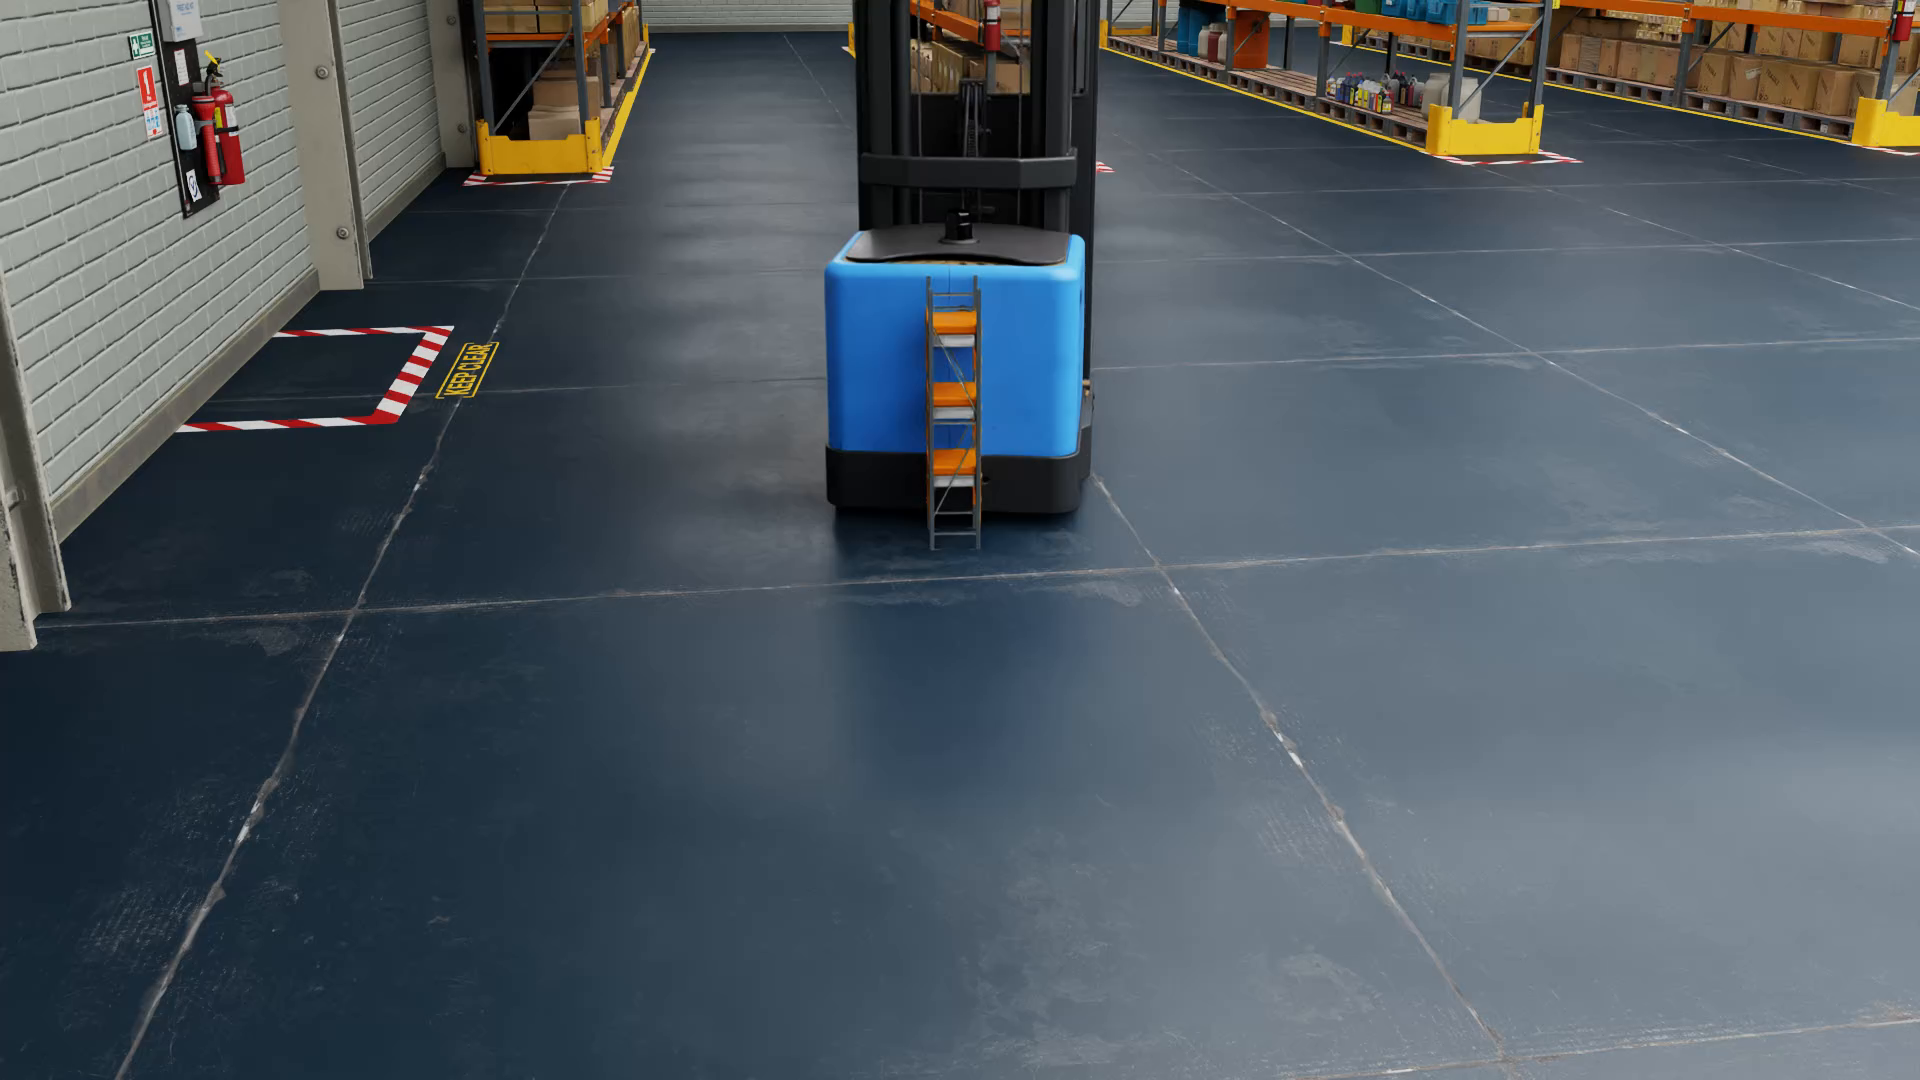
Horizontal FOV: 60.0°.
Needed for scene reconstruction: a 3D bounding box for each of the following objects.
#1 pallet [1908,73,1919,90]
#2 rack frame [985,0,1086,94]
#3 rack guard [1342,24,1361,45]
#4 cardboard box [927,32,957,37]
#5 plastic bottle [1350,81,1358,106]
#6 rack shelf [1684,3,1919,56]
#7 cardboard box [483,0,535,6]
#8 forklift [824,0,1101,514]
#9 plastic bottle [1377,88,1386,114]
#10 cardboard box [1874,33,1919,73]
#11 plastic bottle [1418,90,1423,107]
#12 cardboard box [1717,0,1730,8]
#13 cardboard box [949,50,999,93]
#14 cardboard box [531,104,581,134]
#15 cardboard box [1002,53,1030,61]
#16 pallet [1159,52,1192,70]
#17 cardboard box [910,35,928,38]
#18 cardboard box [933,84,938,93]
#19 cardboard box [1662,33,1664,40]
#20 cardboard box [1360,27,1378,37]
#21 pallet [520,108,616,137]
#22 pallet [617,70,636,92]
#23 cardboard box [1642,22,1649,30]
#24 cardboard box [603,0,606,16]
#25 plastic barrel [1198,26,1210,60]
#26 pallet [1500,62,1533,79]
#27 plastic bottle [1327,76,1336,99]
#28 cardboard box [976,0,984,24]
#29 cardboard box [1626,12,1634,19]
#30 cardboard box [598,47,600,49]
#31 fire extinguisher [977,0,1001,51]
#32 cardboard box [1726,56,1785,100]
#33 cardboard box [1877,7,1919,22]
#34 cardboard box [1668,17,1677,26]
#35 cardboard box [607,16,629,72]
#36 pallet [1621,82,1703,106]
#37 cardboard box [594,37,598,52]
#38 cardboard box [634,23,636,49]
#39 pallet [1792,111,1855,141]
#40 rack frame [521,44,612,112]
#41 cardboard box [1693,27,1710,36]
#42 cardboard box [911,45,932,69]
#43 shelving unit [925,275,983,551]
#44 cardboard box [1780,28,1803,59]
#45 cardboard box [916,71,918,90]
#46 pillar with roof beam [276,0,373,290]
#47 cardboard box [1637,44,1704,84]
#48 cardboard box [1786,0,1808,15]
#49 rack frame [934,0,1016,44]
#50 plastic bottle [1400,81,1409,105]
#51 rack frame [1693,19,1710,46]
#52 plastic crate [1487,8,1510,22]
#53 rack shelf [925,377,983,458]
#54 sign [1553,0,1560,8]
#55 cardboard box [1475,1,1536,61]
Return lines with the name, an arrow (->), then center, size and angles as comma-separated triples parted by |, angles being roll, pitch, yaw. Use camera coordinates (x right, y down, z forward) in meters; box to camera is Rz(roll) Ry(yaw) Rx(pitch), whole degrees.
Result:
pallet -> 14.544, -6.776, 24.557 | 1.003, 0.211, 1.213 | -3, 21, -8
rack frame -> 0.760, -5.297, 16.612 | 1.000, 3.000, 0.127 | -3, 21, -8
rack guard -> 8.253, -10.173, 33.238 | 1.175, 0.500, 0.348 | -3, 21, -8
cardboard box -> -0.257, -7.455, 25.334 | 0.500, 0.500, 0.500 | -4, 21, -10
plastic bottle -> 4.801, -5.439, 20.246 | 0.061, 0.283, 0.133 | -2, 21, -5
rack shelf -> 10.275, -6.151, 19.926 | 1.077, 0.370, 4.000 | -3, 21, -8
cardboard box -> -4.420, -5.489, 16.239 | 0.500, 0.500, 0.500 | -3, 21, -8
forklift -> 0.101, -1.954, 7.760 | 1.130, 2.935, 3.031 | 2, 21, 5
plastic bottle -> 4.928, -5.133, 19.425 | 0.061, 0.283, 0.133 | -2, 21, -6
cardboard box -> 14.461, -7.406, 24.872 | 1.050, 0.750, 0.750 | -3, 21, -7
plastic bottle -> 5.601, -5.343, 20.106 | 0.097, 0.201, 0.097 | 0, 20, 0
cardboard box -> 9.806, -6.801, 20.997 | 0.380, 0.149, 0.250 | -3, 21, -8
cardboard box -> 0.158, -5.247, 18.734 | 0.500, 0.500, 0.500 | -3, 21, -8
cardboard box -> -4.235, -4.434, 17.515 | 0.500, 0.311, 0.500 | -1, 21, -3
cardboard box -> 0.744, -5.100, 18.341 | 0.500, 0.500, 0.500 | -3, 21, -8
pallet -> 4.002, -8.125, 28.168 | 1.003, 0.211, 1.213 | -3, 21, -8
cardboard box -> -0.761, -7.414, 25.224 | 0.500, 0.500, 0.500 | -2, 21, -6
cardboard box -> -0.050, -5.415, 20.257 | 0.500, 0.250, 0.500 | -3, 21, -8
cardboard box -> 13.388, -9.425, 31.138 | 0.380, 0.149, 0.250 | -3, 21, -9
cardboard box -> 8.428, -10.319, 32.494 | 0.875, 0.875, 0.875 | -3, 21, -8
pallet -> -4.587, -4.894, 19.518 | 1.003, 0.211, 1.213 | -3, 21, -8
pallet -> -5.334, -6.786, 24.585 | 1.003, 0.211, 1.213 | -3, 21, -8
cardboard box -> 13.278, -9.811, 31.748 | 0.380, 0.149, 0.250 | -2, 21, -5
cardboard box -> -4.287, -6.048, 18.809 | 0.500, 0.250, 0.500 | -3, 21, -8
plastic barrel -> 4.089, -8.097, 27.065 | 0.421, 0.512, 0.421 | 0, 20, 0
pallet -> 9.371, -7.536, 26.591 | 1.003, 0.211, 1.213 | -3, 21, -8
plastic bottle -> 4.697, -5.726, 21.031 | 0.097, 0.271, 0.097 | 0, 20, 0
cardboard box -> 0.559, -5.860, 17.976 | 0.700, 0.500, 0.500 | -3, 21, -7
cardboard box -> 13.135, -10.131, 32.177 | 0.380, 0.149, 0.250 | -2, 21, -6
cardboard box -> -5.180, -6.420, 22.562 | 0.700, 0.500, 0.500 | -3, 21, -8
fire extinguisher -> 0.317, -5.197, 16.453 | 0.296, 0.674, 0.183 | -3, 21, -8
cardboard box -> 10.095, -5.868, 21.112 | 0.500, 0.500, 0.500 | 4, 21, 9
cardboard box -> 10.318, -5.766, 18.227 | 0.380, 0.149, 0.250 | -3, 21, -8
cardboard box -> 13.328, -9.588, 30.724 | 0.380, 0.149, 0.250 | -3, 21, -8
cardboard box -> -5.271, -7.267, 24.358 | 0.750, 0.750, 0.750 | -3, 21, -8
pallet -> 9.873, -6.144, 22.864 | 1.003, 0.211, 1.213 | -3, 21, -8
cardboard box -> -5.040, -6.577, 21.911 | 0.500, 0.250, 0.500 | -3, 21, -8
cardboard box -> -5.947, -8.665, 28.601 | 0.700, 0.500, 0.500 | -3, 21, -8
pallet -> 10.470, -4.799, 19.262 | 1.003, 0.211, 1.213 | -3, 21, -8
rack frame -> -4.718, -6.431, 19.648 | 1.000, 3.000, 0.127 | -3, 21, -8
cardboard box -> 13.396, -9.259, 30.269 | 0.380, 0.149, 0.250 | -3, 21, -7
cardboard box -> -0.379, -6.506, 22.377 | 0.500, 0.311, 0.500 | -3, 21, -8
shelving unit -> -0.025, -0.493, 6.535 | 0.215, 1.050, 0.252 | -1, 21, -2
cardboard box -> 13.908, -8.201, 27.359 | 0.500, 0.500, 0.500 | -2, 21, -6
cardboard box -> -0.309, -6.072, 22.016 | 0.500, 0.250, 0.500 | -2, 21, -7
pillar with roof beam -> 0.026, -6.195, 10.441 | 9.100, 9.000, 0.400 | -3, 21, -8
cardboard box -> 9.869, -6.595, 23.031 | 0.700, 0.500, 0.500 | -3, 21, -8
cardboard box -> 9.997, -6.280, 19.603 | 0.380, 0.149, 0.250 | -3, 21, -8
rack frame -> 0.183, -6.682, 20.320 | 1.000, 3.000, 0.127 | -3, 21, -8
plastic bottle -> 5.440, -5.464, 20.311 | 0.061, 0.283, 0.133 | -3, 21, -8
rack frame -> 13.756, -10.166, 29.646 | 1.000, 3.000, 0.127 | -3, 21, -8
plastic crate -> 5.851, -5.748, 18.197 | 0.298, 0.136, 0.250 | -3, 21, -8
rack shelf -> -0.025, -0.483, 6.539 | 0.215, 0.259, 0.240 | -1, 21, -2
sign -> 6.207, -5.702, 17.299 | 0.100, 0.325, 0.005 | -3, 21, -8
cardboard box -> 9.210, -8.316, 27.130 | 1.225, 0.875, 0.875 | -3, 21, -8
